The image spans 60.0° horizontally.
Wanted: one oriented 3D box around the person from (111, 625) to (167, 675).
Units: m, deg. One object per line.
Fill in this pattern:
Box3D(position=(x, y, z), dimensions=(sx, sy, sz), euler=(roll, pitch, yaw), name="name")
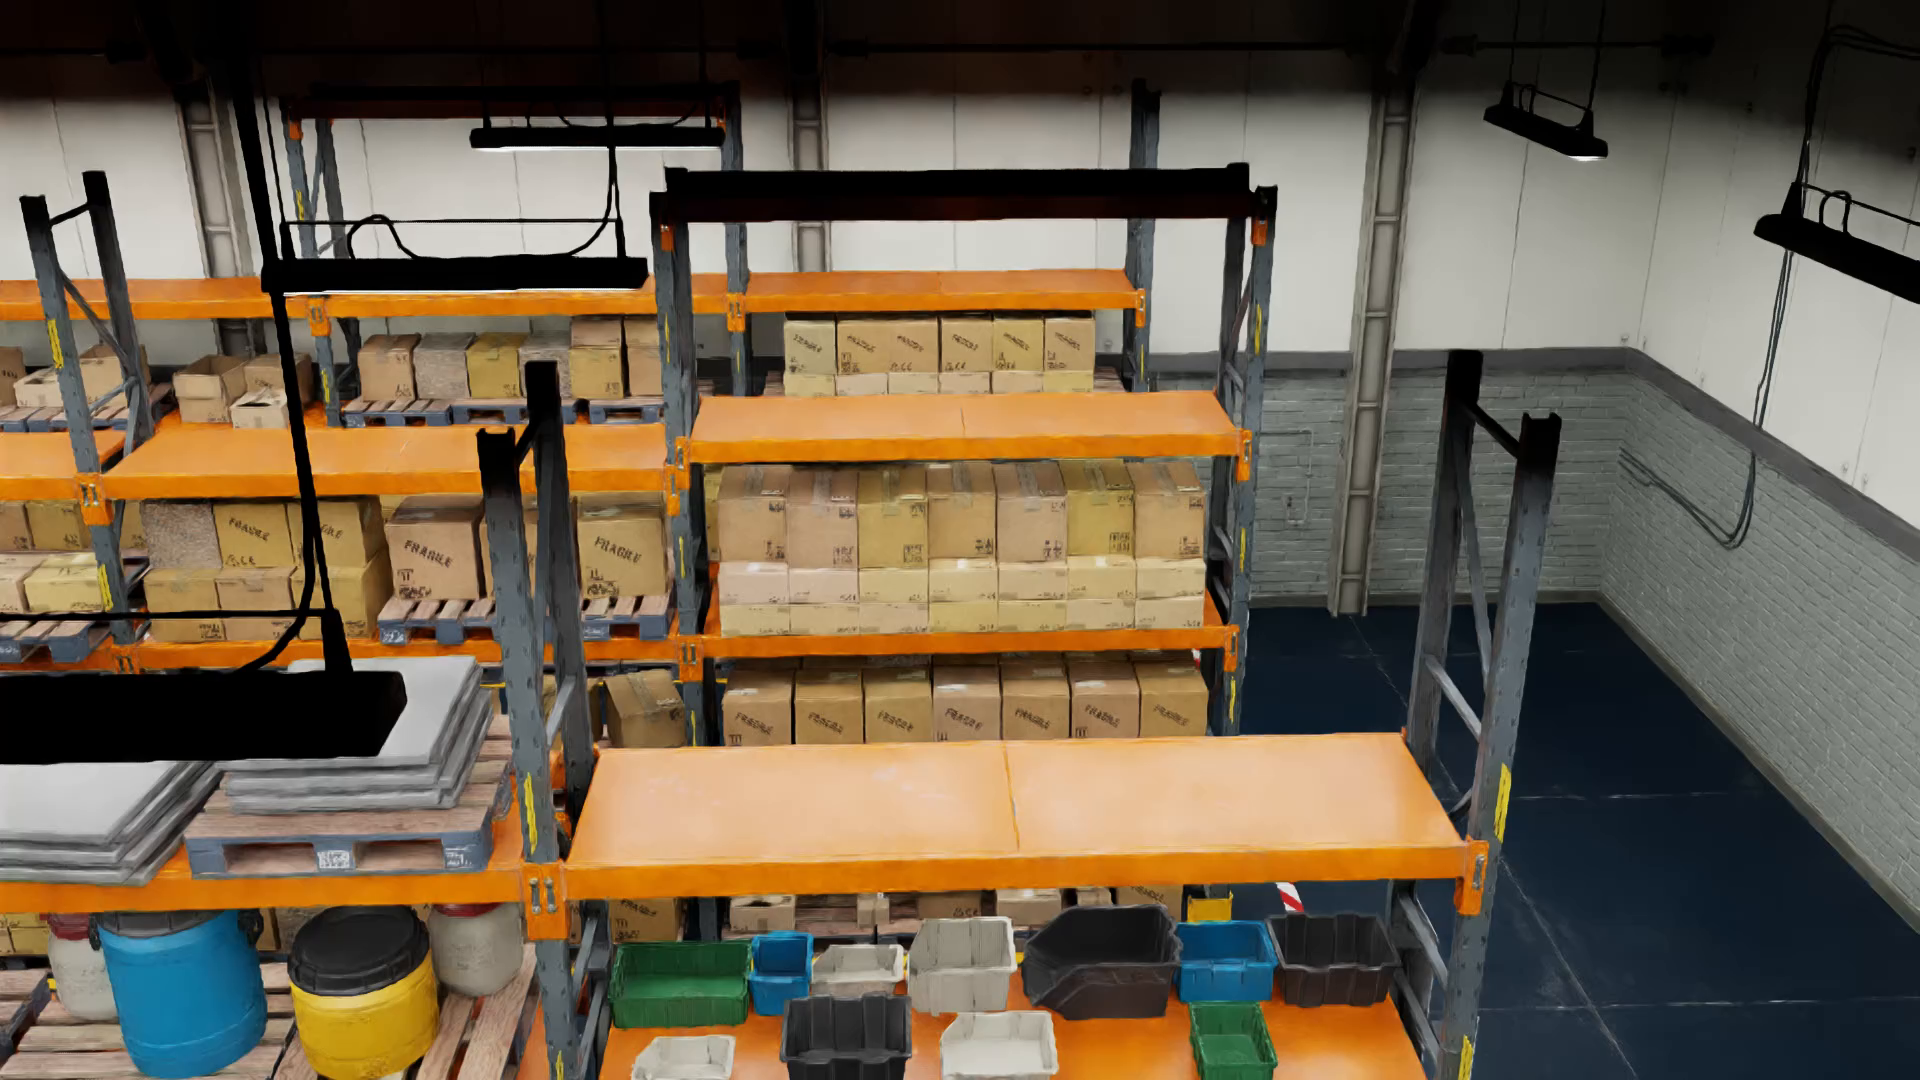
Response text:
Box3D(position=(-8.025, 1.106, 16.125), dimensions=(0.849, 1.717, 0.701), euler=(-7, 23, -17), name="person")
